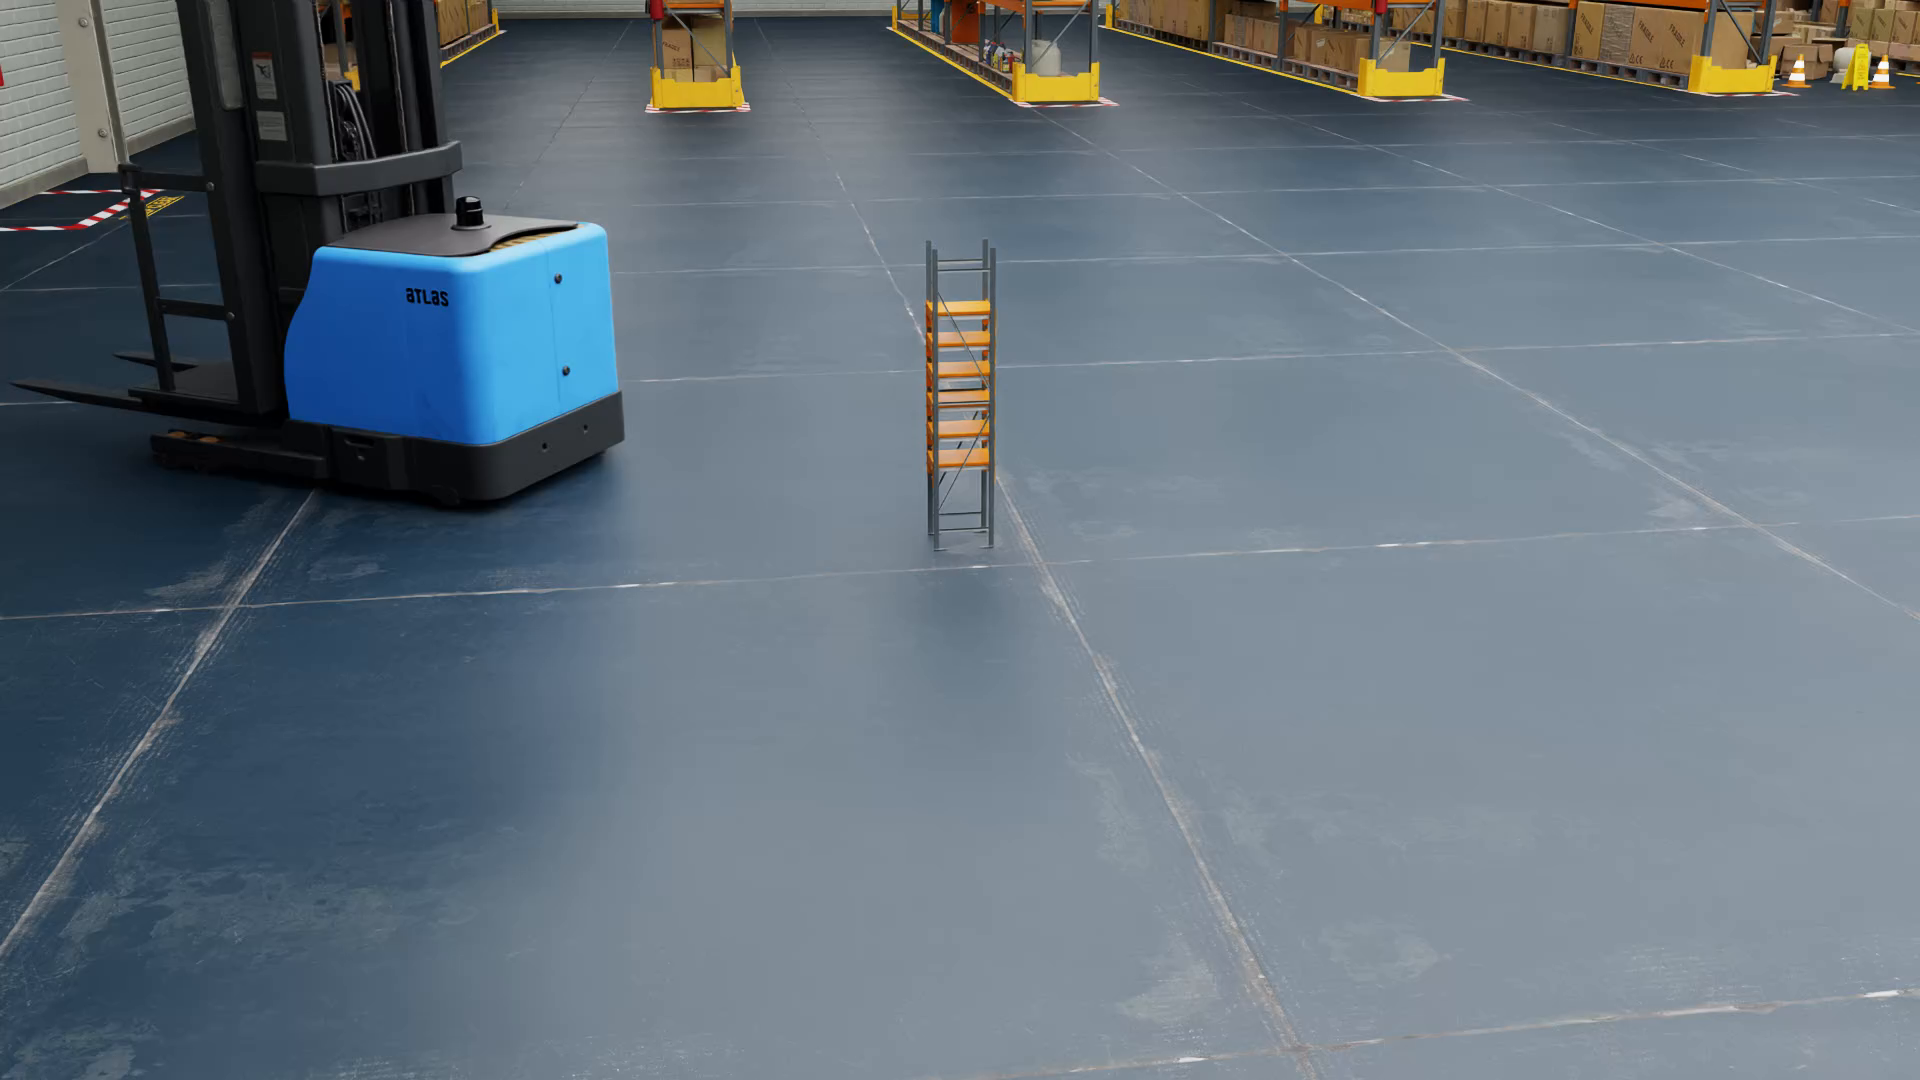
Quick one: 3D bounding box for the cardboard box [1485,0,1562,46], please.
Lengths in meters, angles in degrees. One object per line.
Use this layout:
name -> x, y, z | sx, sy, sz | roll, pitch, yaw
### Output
cardboard box -> 10.177, -9.345, 30.064 | 1.050, 0.750, 0.750 | -3, 21, -7

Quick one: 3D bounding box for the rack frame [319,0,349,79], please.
rack frame -> -8.425, -6.985, 21.131 | 1.000, 3.000, 0.127 | -3, 21, -8

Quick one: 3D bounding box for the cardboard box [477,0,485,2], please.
cardboard box -> -10.295, -11.493, 35.247 | 0.380, 0.149, 0.250 | -2, 21, -6

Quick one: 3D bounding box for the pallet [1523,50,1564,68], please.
pallet -> 10.440, -8.292, 28.615 | 1.003, 0.211, 1.213 | -3, 21, -8

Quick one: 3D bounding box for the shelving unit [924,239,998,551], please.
shelving unit -> 0.002, -0.557, 6.493 | 0.258, 1.200, 0.189 | -3, 21, -8

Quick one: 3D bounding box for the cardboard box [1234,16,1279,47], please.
cardboard box -> 5.335, -9.117, 29.783 | 0.700, 0.500, 0.500 | -5, 21, -12

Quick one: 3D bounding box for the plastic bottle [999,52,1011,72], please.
plastic bottle -> 0.671, -7.117, 24.749 | 0.152, 0.276, 0.135 | -3, 21, -7

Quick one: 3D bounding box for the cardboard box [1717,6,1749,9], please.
cardboard box -> 14.916, -10.449, 32.842 | 0.875, 0.875, 0.875 | -3, 21, -8

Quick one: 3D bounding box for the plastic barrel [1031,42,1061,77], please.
plastic barrel -> 1.208, -6.740, 23.431 | 0.421, 0.512, 0.421 | 0, 20, 0

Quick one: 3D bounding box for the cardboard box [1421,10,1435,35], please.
cardboard box -> 9.532, -10.322, 33.038 | 0.500, 0.500, 0.500 | -4, 21, -10

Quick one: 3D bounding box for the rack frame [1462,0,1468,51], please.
rack frame -> 10.049, -10.720, 31.130 | 1.000, 3.000, 0.127 | -3, 21, -8

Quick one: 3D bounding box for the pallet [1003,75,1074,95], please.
pallet -> 1.209, -6.484, 23.775 | 1.003, 0.211, 1.213 | -3, 21, -8

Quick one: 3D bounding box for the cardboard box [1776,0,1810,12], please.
cardboard box -> 18.920, -12.178, 38.006 | 0.700, 0.500, 0.500 | -4, 21, -10

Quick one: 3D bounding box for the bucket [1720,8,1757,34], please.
bucket -> 12.927, -8.582, 27.914 | 0.726, 0.611, 0.620 | 4, 11, 11

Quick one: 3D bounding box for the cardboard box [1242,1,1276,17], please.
cardboard box -> 5.339, -9.477, 29.676 | 0.500, 0.250, 0.500 | -1, 20, -2

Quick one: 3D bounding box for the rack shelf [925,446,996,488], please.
rack shelf -> 0.002, -0.291, 6.592 | 0.258, 0.103, 0.180 | -3, 21, -8

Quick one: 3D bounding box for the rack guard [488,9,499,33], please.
rack guard -> -10.735, -11.362, 36.423 | 1.175, 0.500, 0.348 | -3, 21, -8

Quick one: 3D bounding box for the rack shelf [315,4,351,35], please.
rack shelf -> -8.713, -7.341, 23.111 | 1.077, 0.370, 4.000 | -3, 21, -8

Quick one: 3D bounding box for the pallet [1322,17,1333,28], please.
pallet -> 8.989, -11.874, 38.206 | 1.003, 0.211, 1.213 | -3, 21, -8

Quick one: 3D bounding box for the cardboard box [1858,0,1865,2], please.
cardboard box -> 19.273, -11.470, 35.184 | 0.380, 0.149, 0.250 | -3, 21, -8

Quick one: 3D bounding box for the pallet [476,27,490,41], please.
pallet -> -10.366, -10.524, 34.592 | 1.003, 0.211, 1.213 | -3, 21, -8

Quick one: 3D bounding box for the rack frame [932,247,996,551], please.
rack frame -> 0.015, -0.525, 6.408 | 0.240, 1.200, 0.006 | -3, 21, -8

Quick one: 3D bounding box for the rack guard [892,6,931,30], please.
rack guard -> -0.944, -11.861, 37.759 | 1.175, 0.500, 0.348 | -3, 21, -8

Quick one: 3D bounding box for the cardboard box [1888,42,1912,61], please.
cardboard box -> 15.495, -7.942, 27.024 | 0.500, 0.250, 0.500 | -3, 21, -8

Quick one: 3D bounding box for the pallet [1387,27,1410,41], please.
pallet -> 9.586, -10.529, 34.604 | 1.003, 0.211, 1.213 | -3, 21, -8

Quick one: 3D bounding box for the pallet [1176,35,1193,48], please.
pallet -> 4.915, -9.896, 32.911 | 1.003, 0.211, 1.213 | -3, 21, -8

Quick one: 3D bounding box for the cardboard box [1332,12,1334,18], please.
cardboard box -> 8.773, -12.067, 38.211 | 0.380, 0.149, 0.250 | -3, 21, -8

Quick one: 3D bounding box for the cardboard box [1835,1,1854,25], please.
cardboard box -> 19.201, -11.304, 35.667 | 0.500, 0.500, 0.500 | -3, 21, -8

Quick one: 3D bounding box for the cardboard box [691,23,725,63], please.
cardboard box -> -3.540, -7.039, 23.532 | 0.500, 0.500, 0.500 | -3, 21, -8

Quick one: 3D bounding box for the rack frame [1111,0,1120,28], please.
rack frame -> 3.973, -13.274, 37.970 | 1.000, 3.000, 0.127 | -3, 21, -8

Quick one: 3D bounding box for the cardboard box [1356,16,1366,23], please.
cardboard box -> 8.930, -11.443, 36.540 | 0.380, 0.149, 0.250 | -3, 21, -8

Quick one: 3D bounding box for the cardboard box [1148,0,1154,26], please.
cardboard box -> 4.534, -11.323, 35.183 | 0.875, 0.875, 0.875 | -3, 21, -8

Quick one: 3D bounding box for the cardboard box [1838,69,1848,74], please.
cardboard box -> 13.898, -7.251, 25.917 | 0.380, 0.149, 0.250 | 8, 22, 20

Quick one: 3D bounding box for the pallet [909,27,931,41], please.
pallet -> -0.496, -10.586, 34.757 | 1.003, 0.211, 1.213 | -3, 21, -8

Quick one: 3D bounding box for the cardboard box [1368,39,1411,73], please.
cardboard box -> 6.206, -6.977, 24.083 | 0.500, 0.500, 0.500 | 1, 20, 2

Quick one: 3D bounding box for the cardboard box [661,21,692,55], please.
cardboard box -> -4.125, -7.186, 23.926 | 0.500, 0.500, 0.500 | -3, 21, -8

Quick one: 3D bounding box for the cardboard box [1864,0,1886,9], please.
cardboard box -> 15.286, -8.919, 27.640 | 0.380, 0.149, 0.250 | -3, 21, -7

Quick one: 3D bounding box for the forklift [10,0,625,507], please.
forklift -> -3.131, -1.834, 7.438 | 3.031, 2.935, 1.130 | 8, 22, 22

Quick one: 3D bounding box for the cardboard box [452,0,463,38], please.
cardboard box -> -9.802, -9.803, 31.149 | 0.750, 0.750, 0.750 | -2, 21, -6

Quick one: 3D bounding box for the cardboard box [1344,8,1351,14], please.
cardboard box -> 8.886, -11.936, 37.437 | 0.380, 0.149, 0.250 | -4, 21, -10

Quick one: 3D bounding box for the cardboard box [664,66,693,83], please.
cardboard box -> -3.893, -6.316, 22.668 | 0.500, 0.250, 0.500 | -3, 21, -8

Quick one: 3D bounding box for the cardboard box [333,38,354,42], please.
cardboard box -> -8.813, -7.048, 24.243 | 0.500, 0.500, 0.500 | -4, 21, -12

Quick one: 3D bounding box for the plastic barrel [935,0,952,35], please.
plastic barrel -> -0.188, -10.419, 32.724 | 0.600, 0.901, 0.708 | -3, 21, -8

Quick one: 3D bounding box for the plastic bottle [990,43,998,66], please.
plastic bottle -> 0.535, -7.469, 25.584 | 0.144, 0.351, 0.185 | -4, 21, -10

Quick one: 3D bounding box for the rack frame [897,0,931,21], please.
rack frame -> -0.928, -13.025, 37.301 | 1.000, 3.000, 0.127 | -3, 21, -8

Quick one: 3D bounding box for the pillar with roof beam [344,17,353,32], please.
pillar with roof beam -> -5.987, -12.289, 26.757 | 9.100, 9.000, 0.400 | -3, 21, -8

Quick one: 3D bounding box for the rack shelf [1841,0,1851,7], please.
rack shelf -> 15.798, -8.590, 26.456 | 1.077, 0.370, 4.000 | -3, 21, -8

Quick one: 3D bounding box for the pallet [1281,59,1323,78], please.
pallet -> 5.835, -7.582, 26.716 | 1.003, 0.211, 1.213 | -3, 21, -8
